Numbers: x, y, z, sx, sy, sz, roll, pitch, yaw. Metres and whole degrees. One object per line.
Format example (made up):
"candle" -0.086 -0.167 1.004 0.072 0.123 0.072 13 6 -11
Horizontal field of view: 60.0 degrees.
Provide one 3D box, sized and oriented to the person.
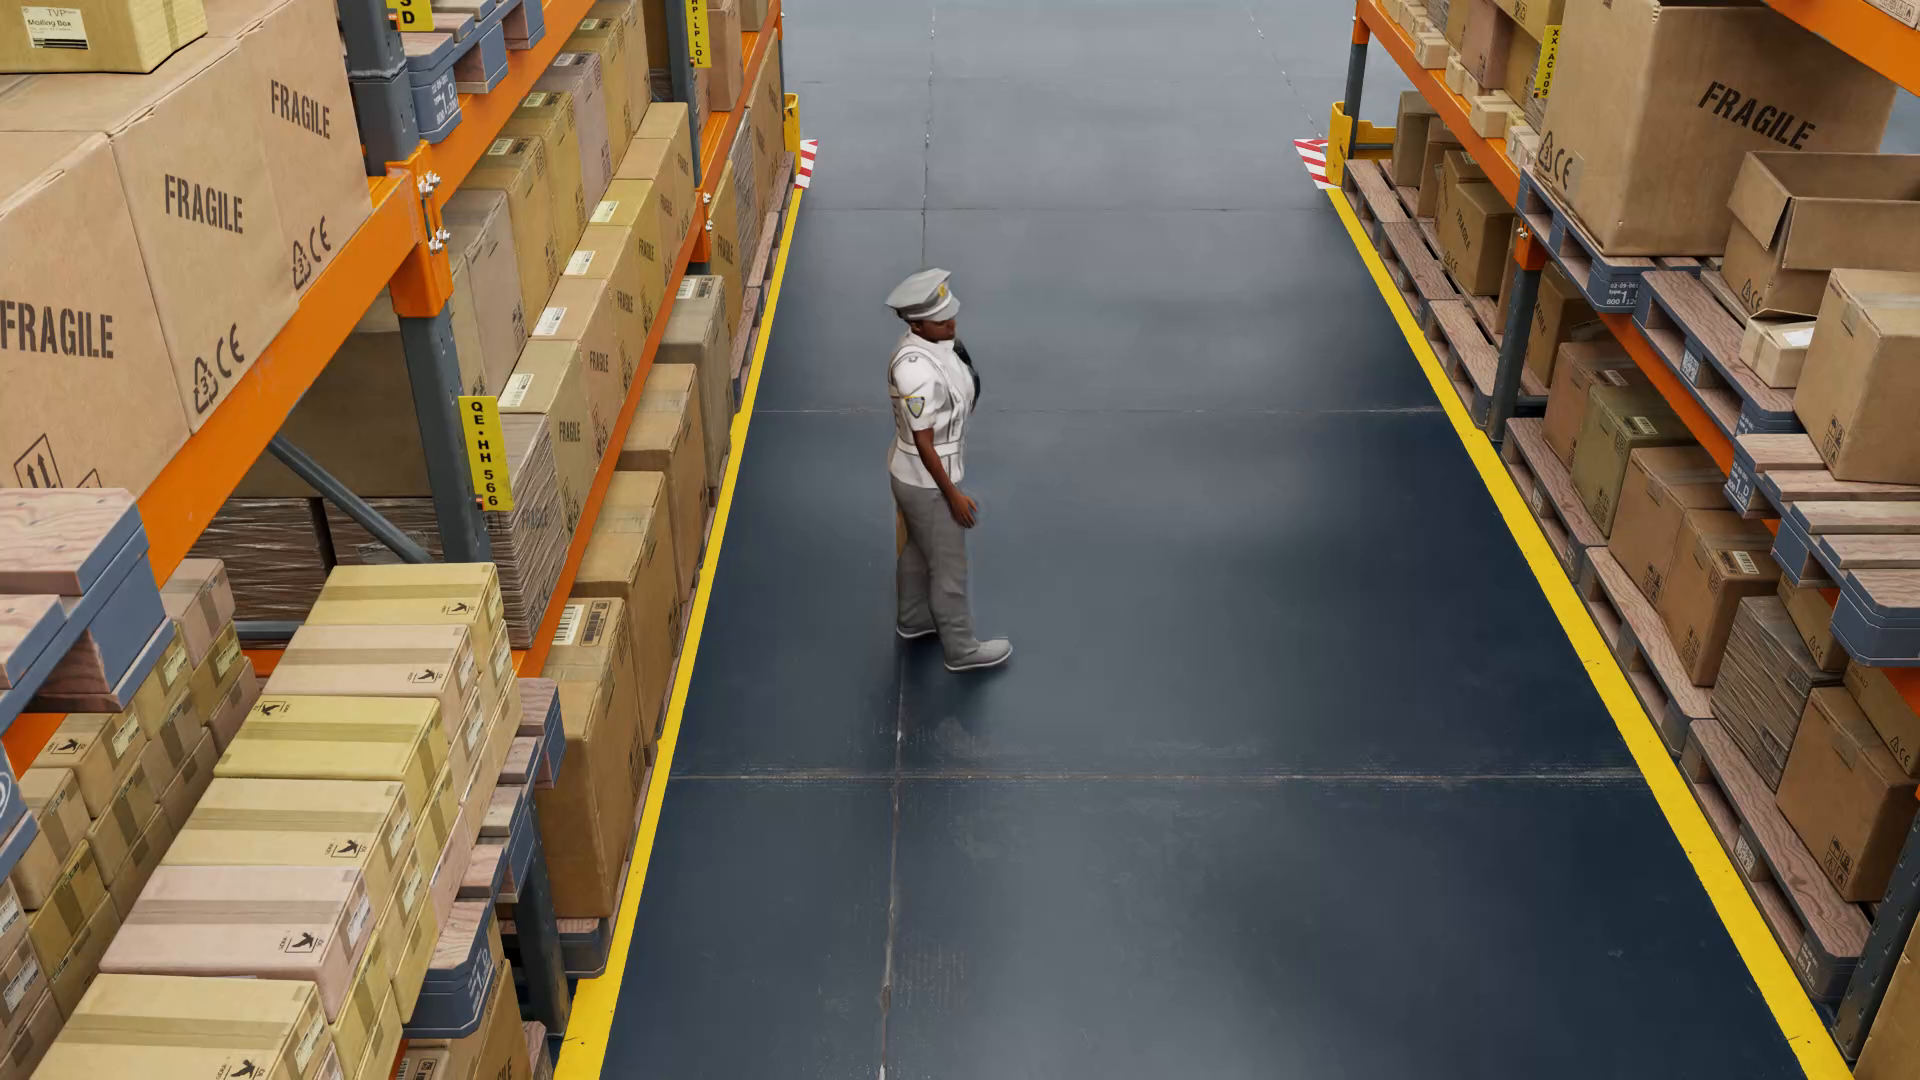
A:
"person" -0.028 -0.262 6.499 0.499 1.690 0.487 2 32 3
